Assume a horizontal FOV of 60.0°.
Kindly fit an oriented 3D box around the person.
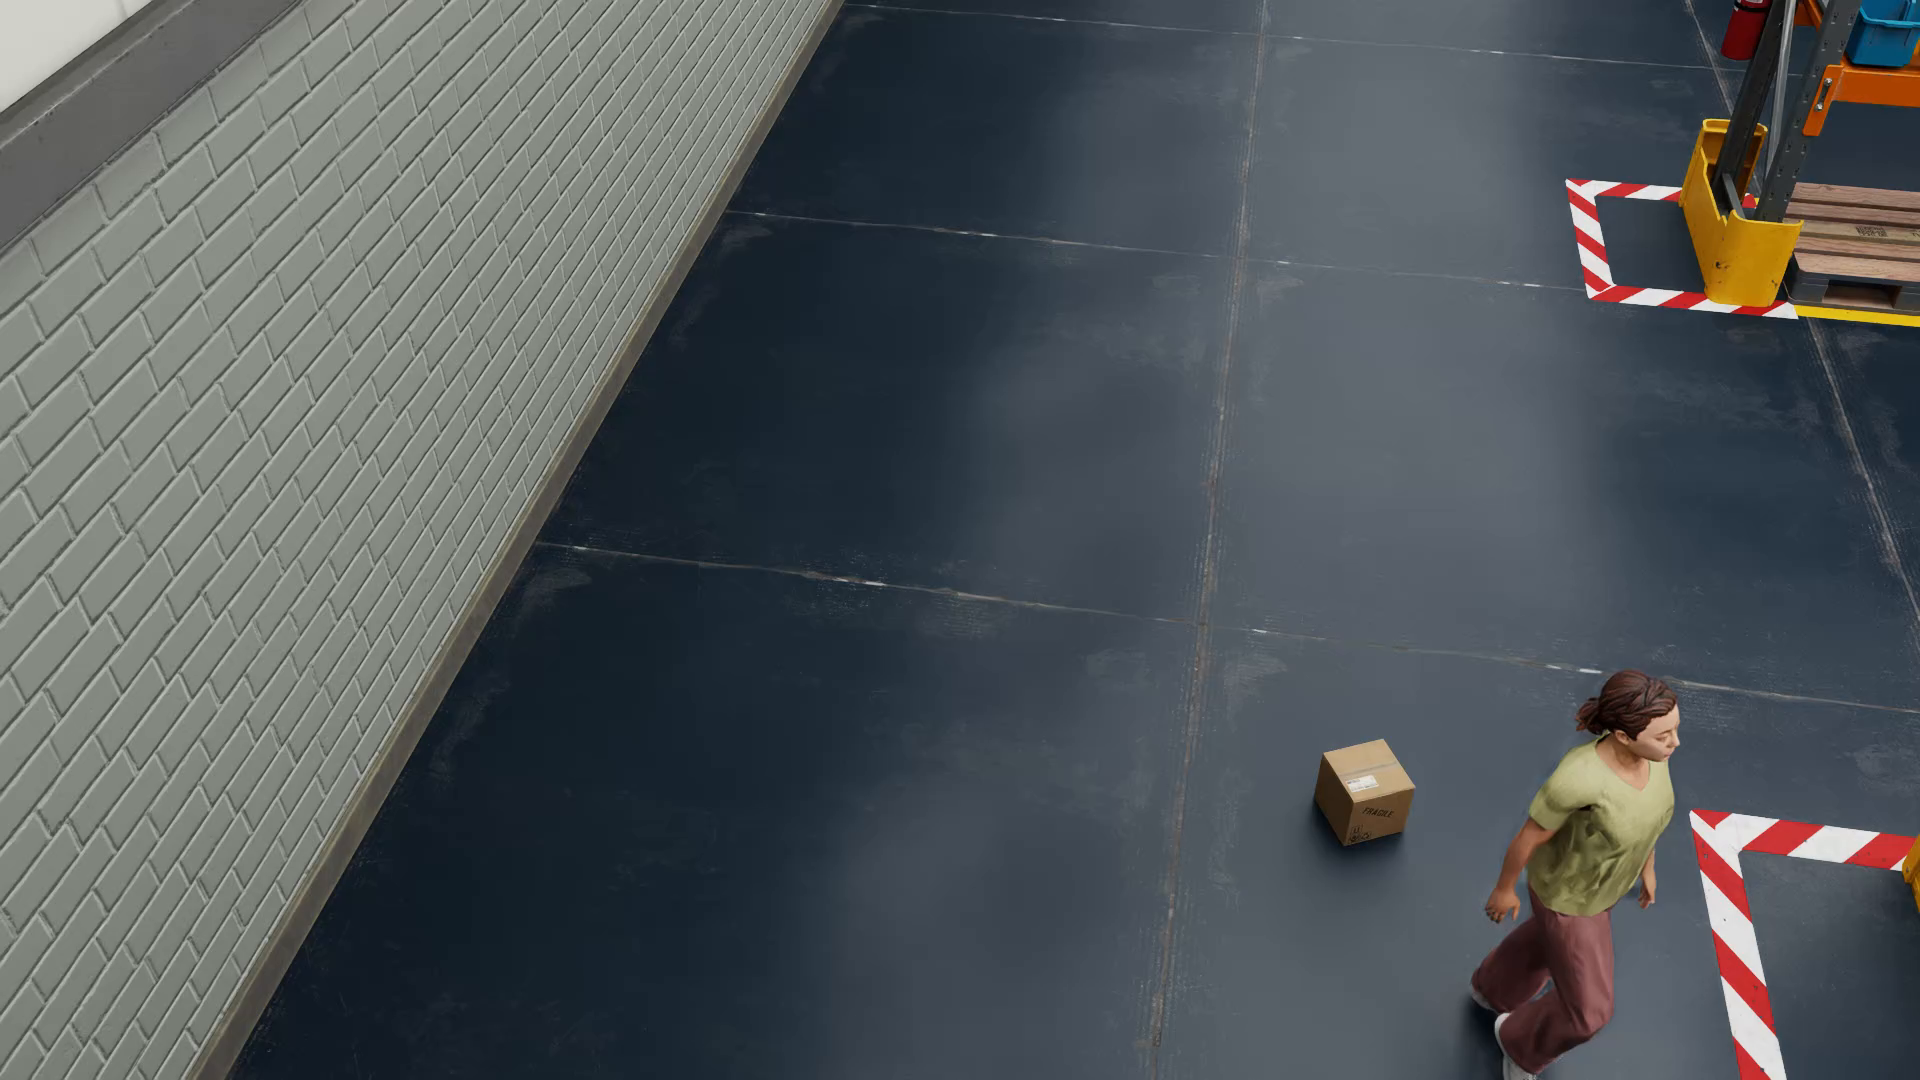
[{"bbox_3d":[1.853,1.048,4.940,0.485,1.711,0.506,-26,47,-27],"label":"person"}]
